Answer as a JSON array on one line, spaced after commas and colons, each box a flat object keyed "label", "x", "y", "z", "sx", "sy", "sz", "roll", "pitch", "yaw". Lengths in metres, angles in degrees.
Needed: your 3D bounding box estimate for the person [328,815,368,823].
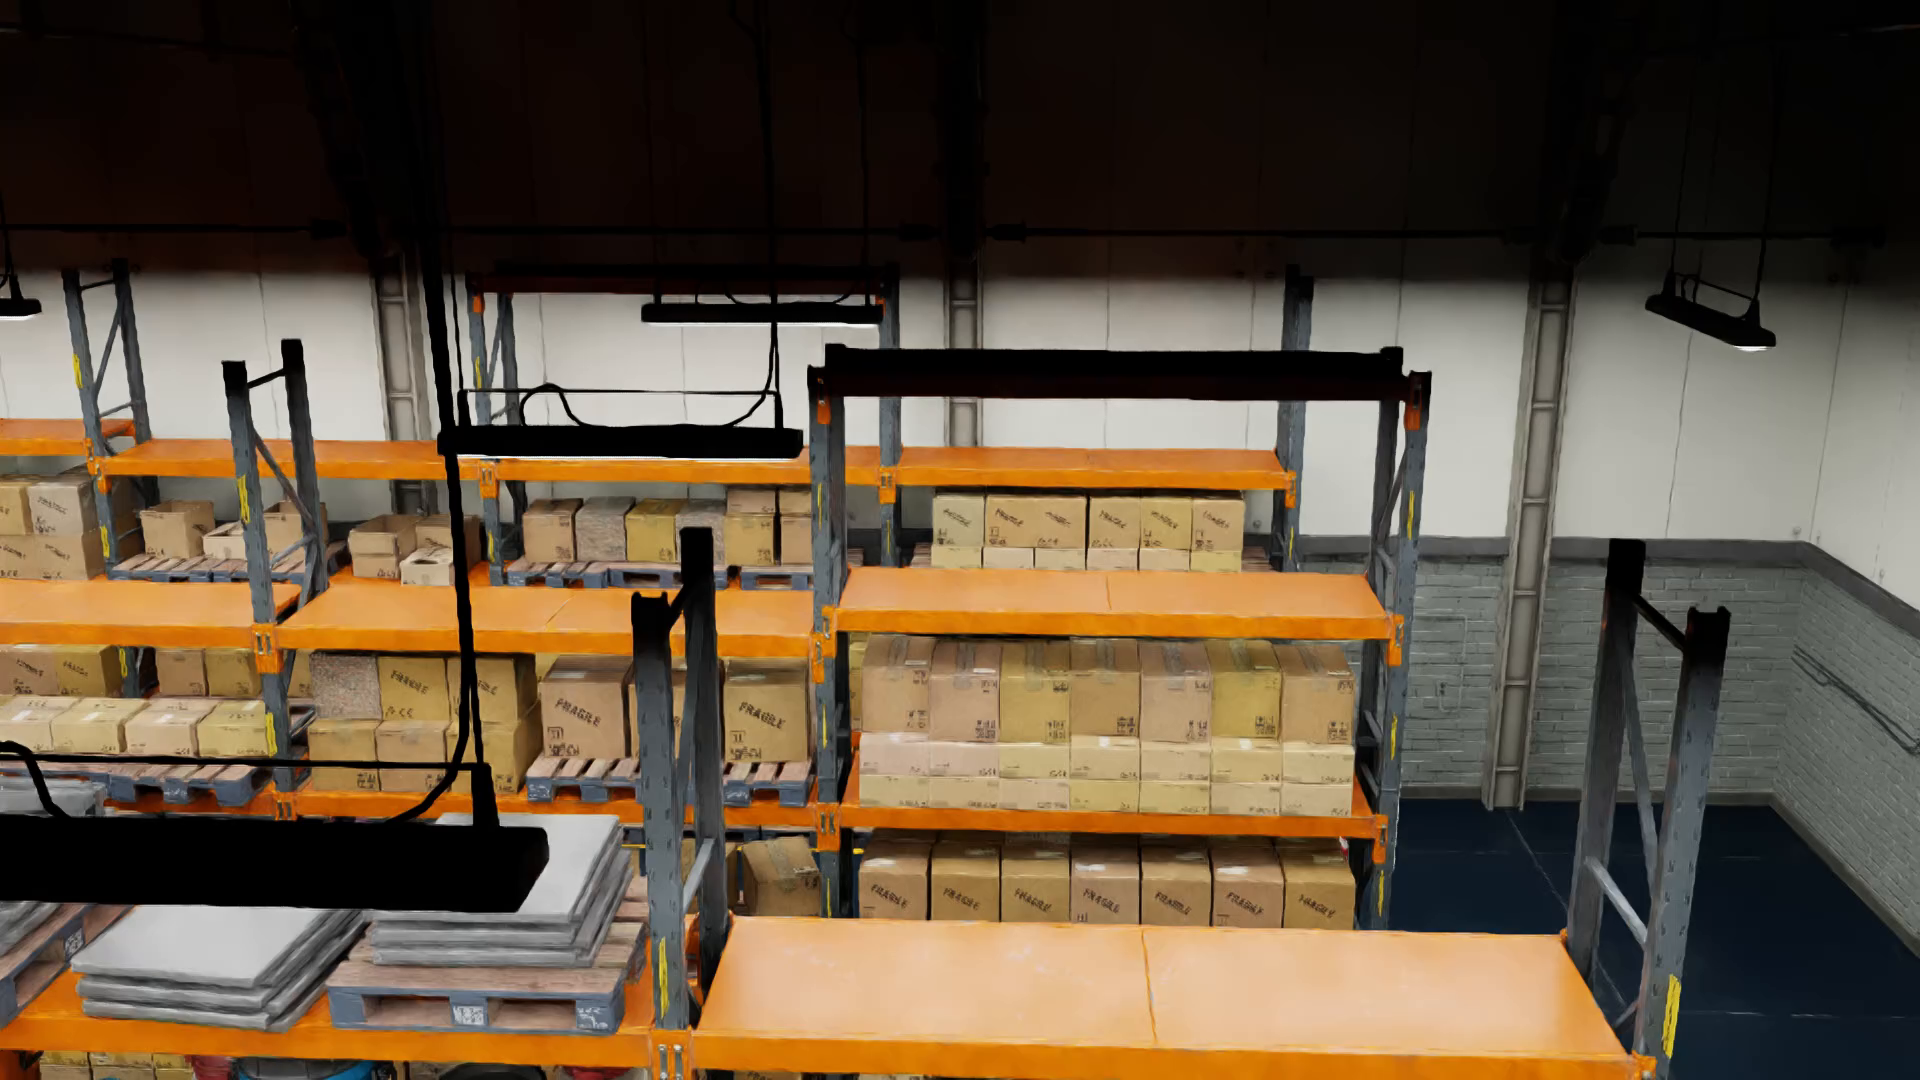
[{"label": "person", "x": -5.945, "y": 2.799, "z": 16.174, "sx": 0.957, "sy": 1.534, "sz": 0.411, "roll": -2, "pitch": 16, "yaw": -6}]
